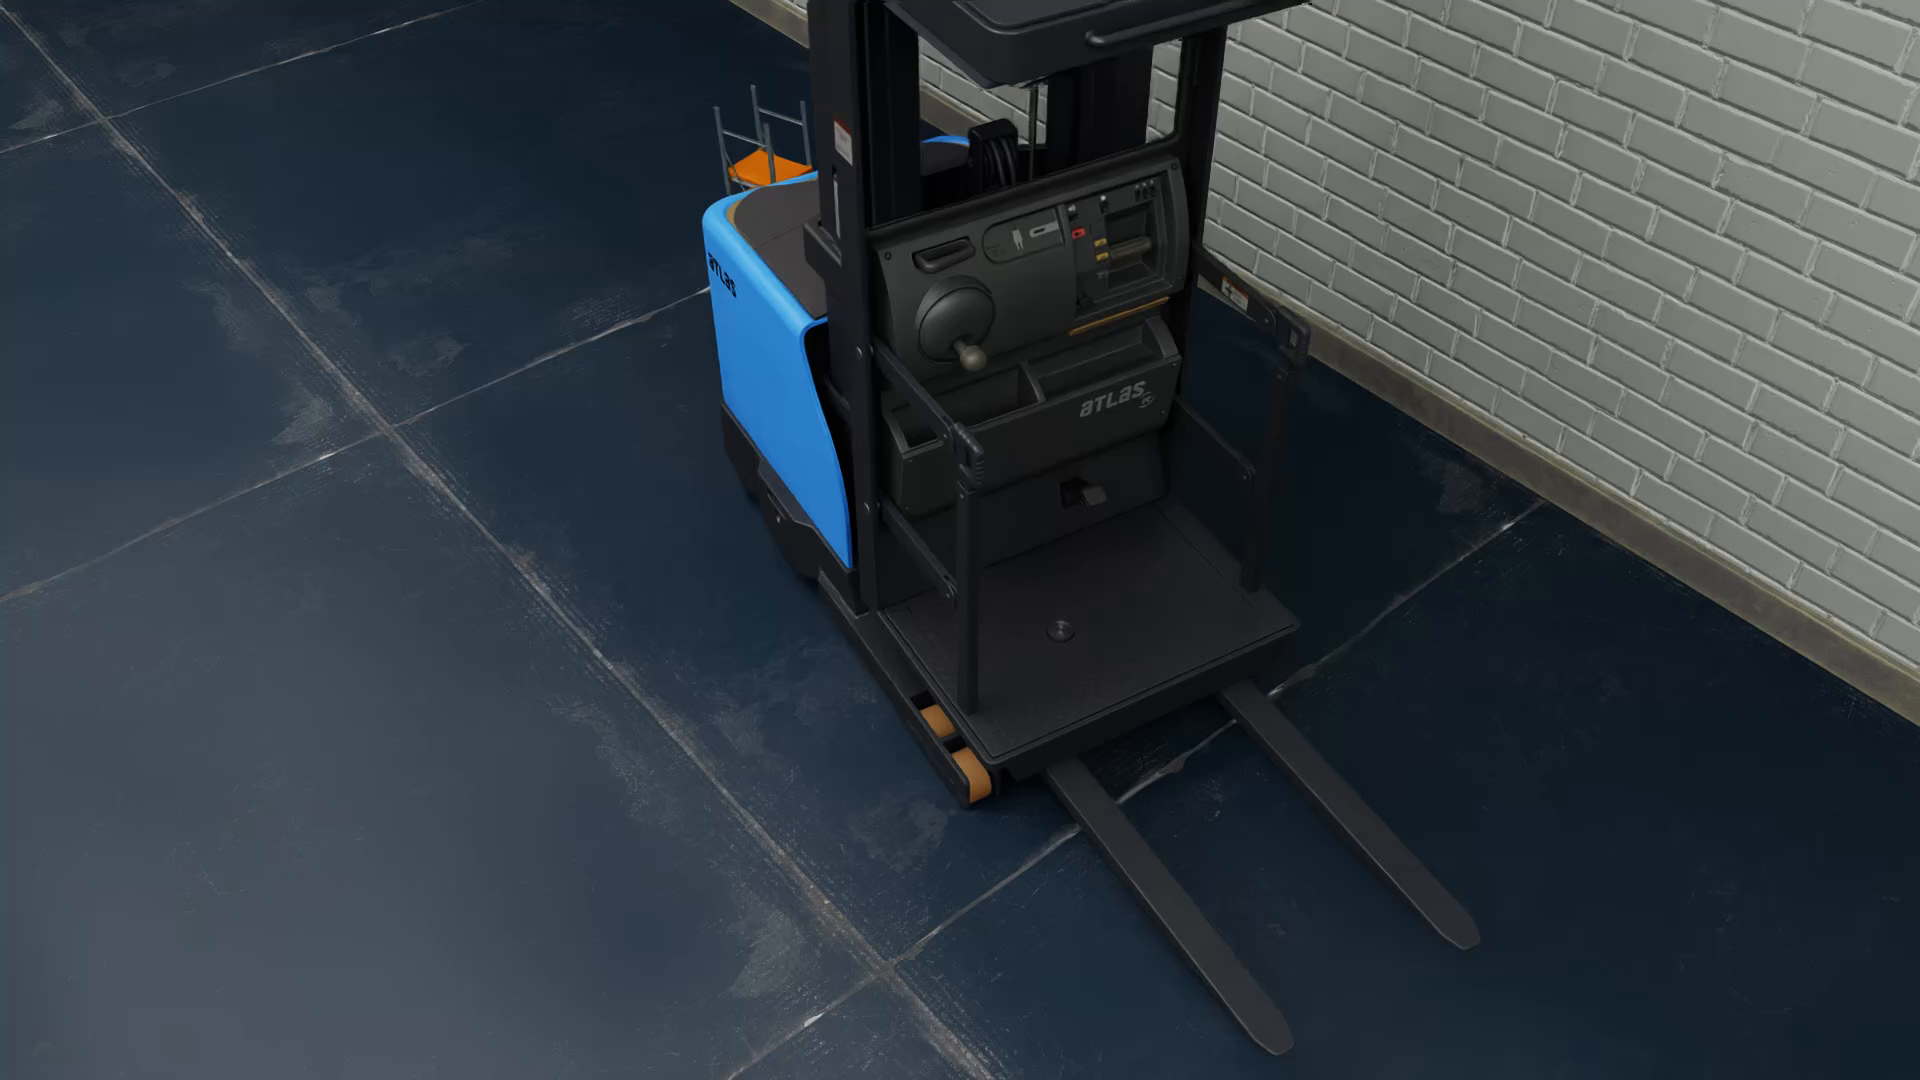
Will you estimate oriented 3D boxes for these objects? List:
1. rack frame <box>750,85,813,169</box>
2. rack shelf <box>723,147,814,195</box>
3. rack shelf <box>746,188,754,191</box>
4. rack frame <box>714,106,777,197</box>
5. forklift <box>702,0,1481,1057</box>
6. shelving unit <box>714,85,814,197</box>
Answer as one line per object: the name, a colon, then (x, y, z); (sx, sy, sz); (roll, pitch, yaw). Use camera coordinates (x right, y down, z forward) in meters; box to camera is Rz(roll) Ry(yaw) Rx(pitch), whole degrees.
rack frame: (-0.589, -1.050, 5.982); (0.240, 1.200, 0.006); (24, 48, 28)
rack shelf: (-0.656, -1.237, 5.720); (0.258, 0.103, 0.180); (24, 48, 28)
rack shelf: (-0.651, -1.147, 5.799); (0.258, 0.103, 0.180); (24, 48, 28)
rack frame: (-0.697, -0.949, 5.874); (0.240, 1.200, 0.006); (24, 48, 28)
forklift: (0.319, -0.653, 4.304); (1.130, 2.935, 3.031); (-21, 47, -21)
shelving unit: (-0.643, -1.000, 5.928); (0.258, 1.200, 0.189); (24, 48, 28)
